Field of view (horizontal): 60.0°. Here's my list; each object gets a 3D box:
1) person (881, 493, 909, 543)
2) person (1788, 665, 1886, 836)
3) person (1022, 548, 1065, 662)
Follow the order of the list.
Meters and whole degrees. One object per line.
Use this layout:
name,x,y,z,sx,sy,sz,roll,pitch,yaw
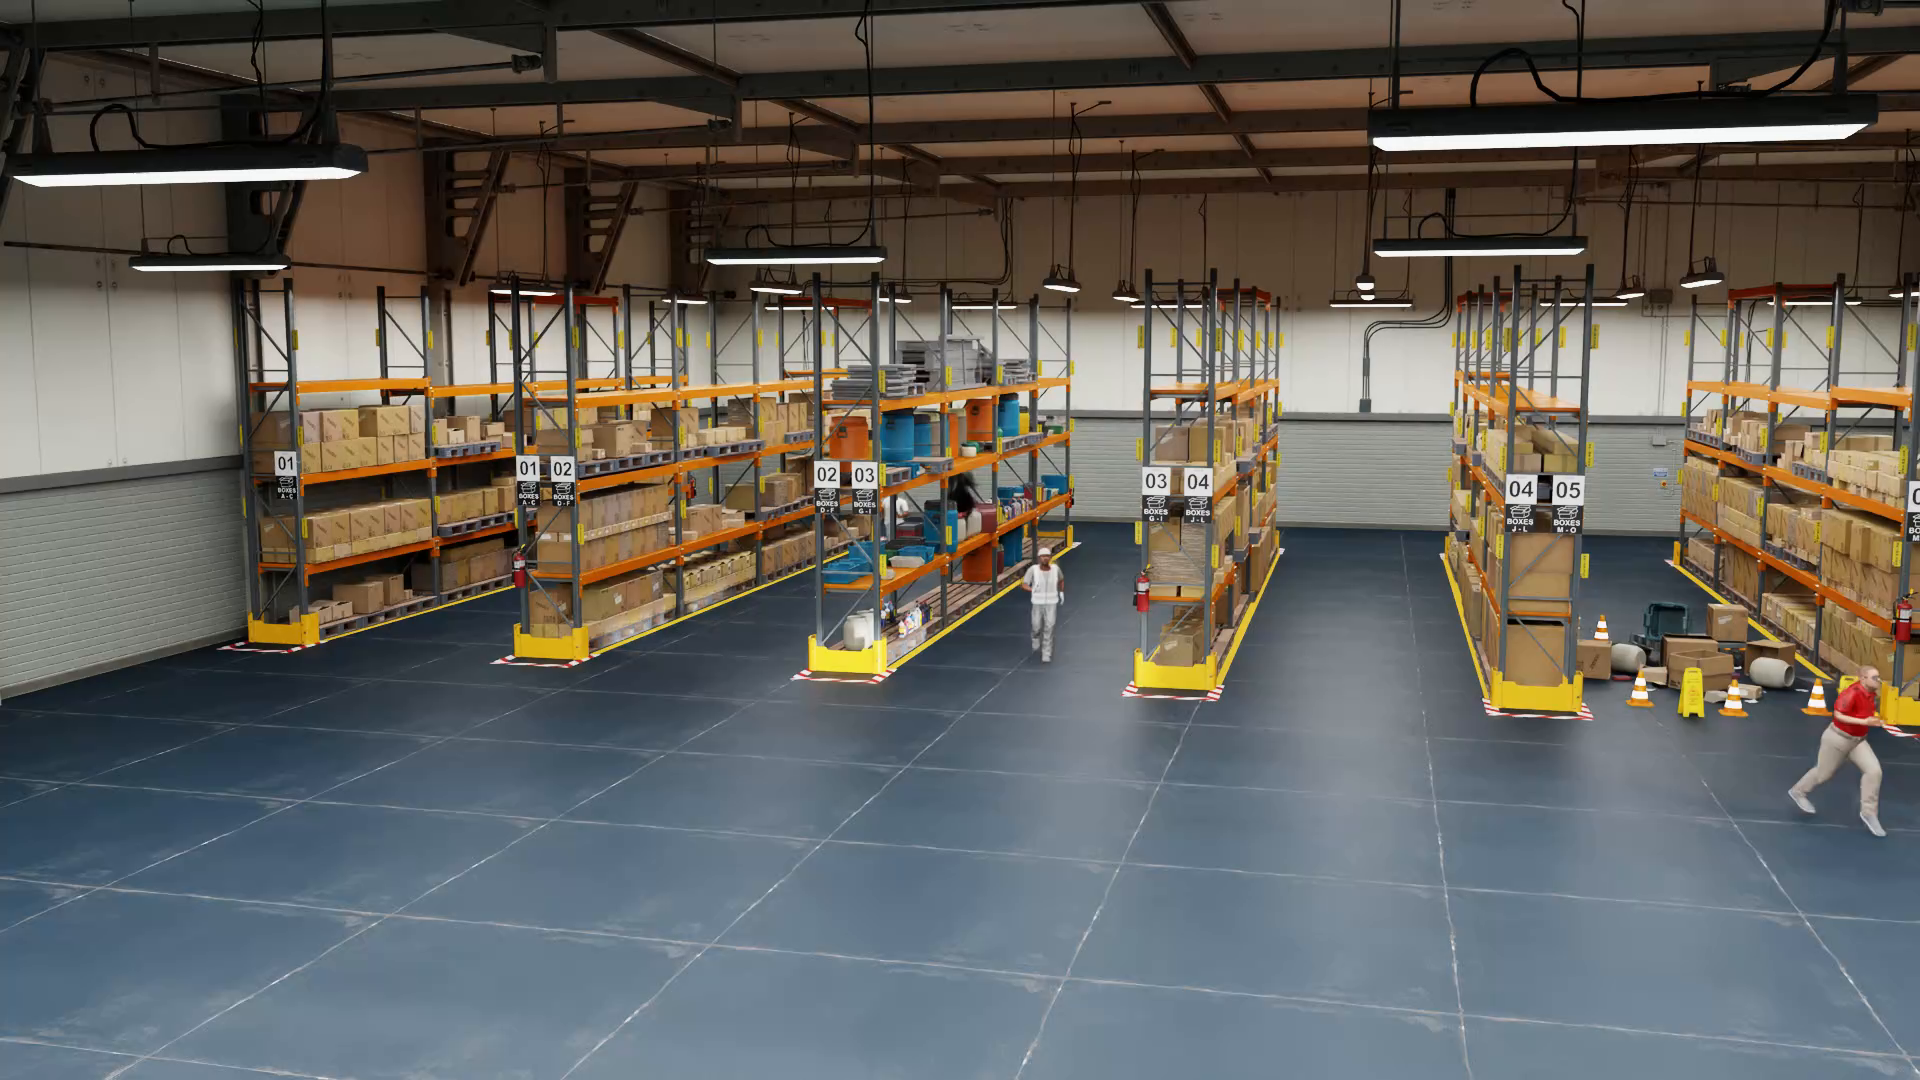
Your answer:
person,-1.485,-0.334,37.184,0.698,1.774,0.853,1,7,9
person,9.103,2.122,17.206,0.658,1.752,1.015,-3,8,-27
person,1.316,0.993,26.121,0.699,1.759,0.847,-1,7,-5
